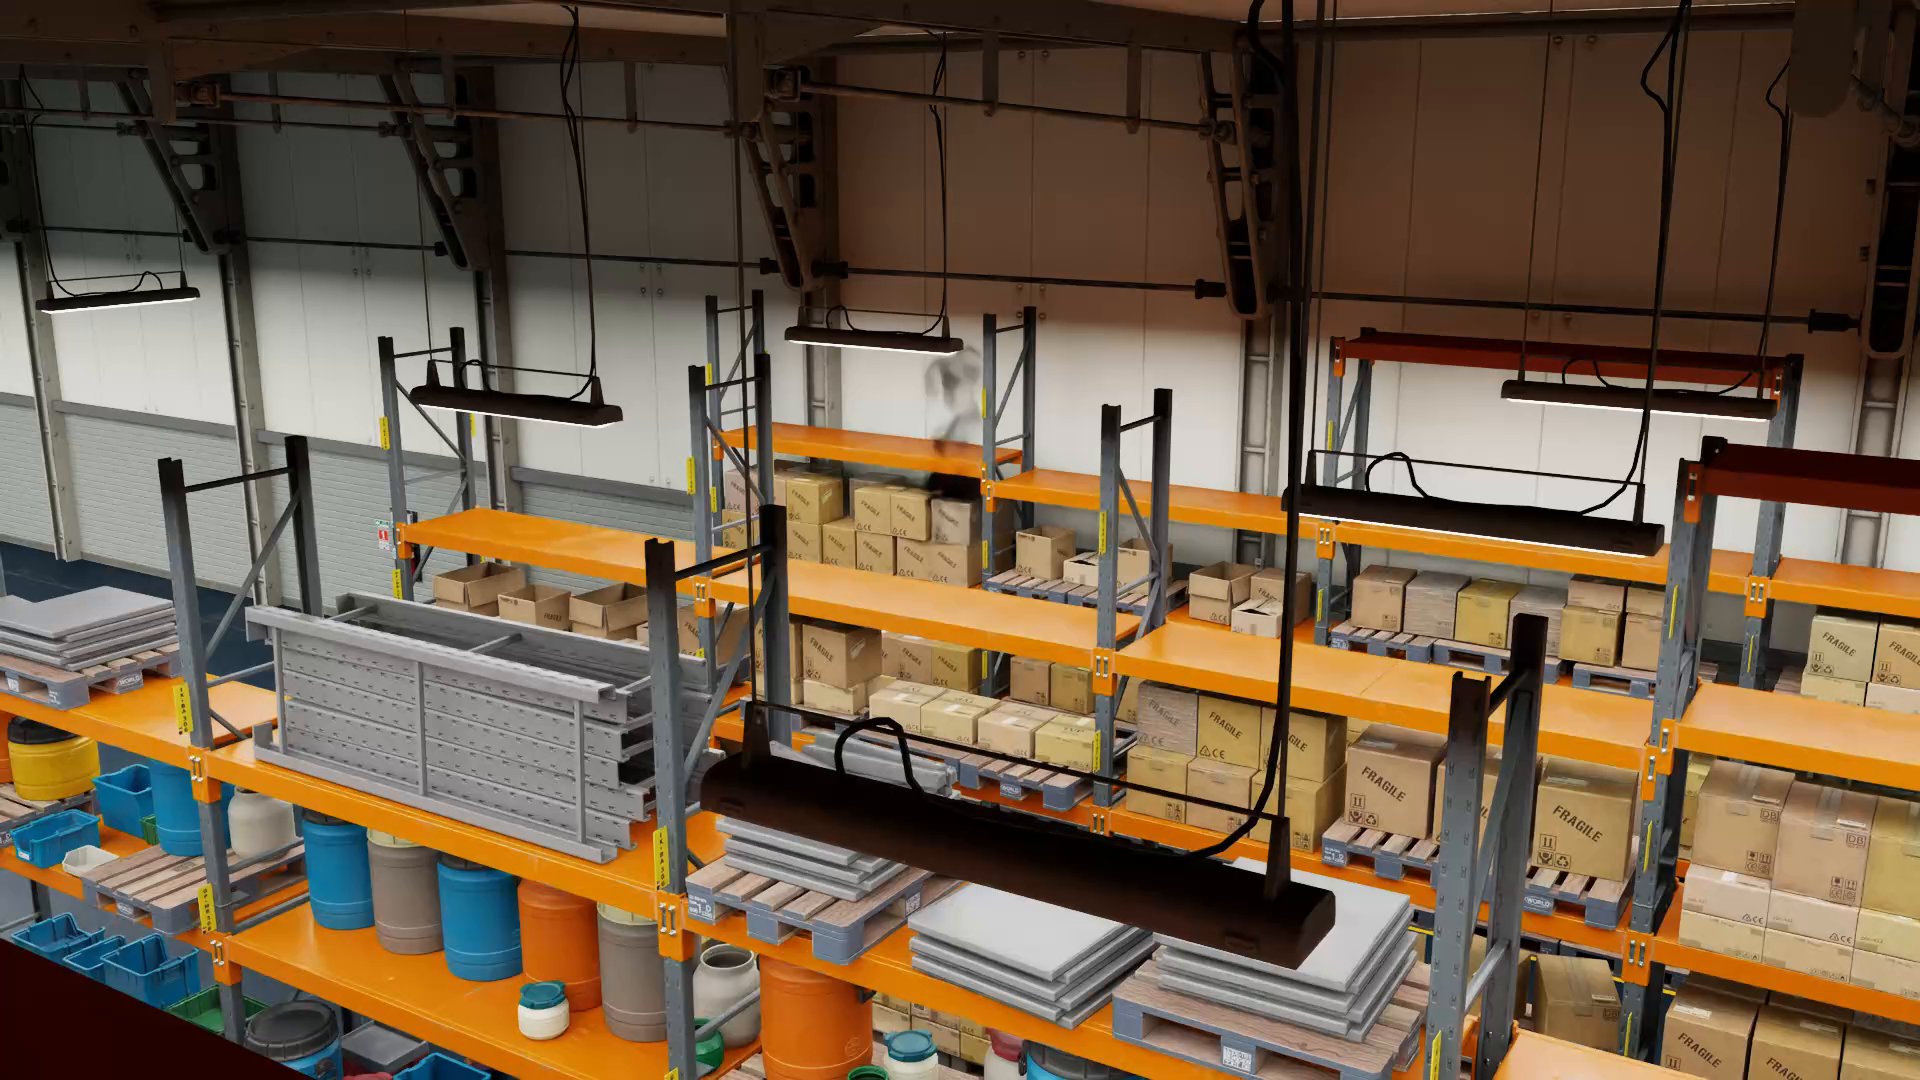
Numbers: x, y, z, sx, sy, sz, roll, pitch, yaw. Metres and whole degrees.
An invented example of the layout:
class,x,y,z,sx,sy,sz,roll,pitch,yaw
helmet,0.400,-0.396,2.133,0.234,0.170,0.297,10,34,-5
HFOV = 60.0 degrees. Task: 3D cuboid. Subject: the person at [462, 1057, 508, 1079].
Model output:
class,x,y,z,sx,sy,sz,roll,pitch,yaw
person,-3.763,4.134,13.184,0.667,1.604,0.509,10,17,36
